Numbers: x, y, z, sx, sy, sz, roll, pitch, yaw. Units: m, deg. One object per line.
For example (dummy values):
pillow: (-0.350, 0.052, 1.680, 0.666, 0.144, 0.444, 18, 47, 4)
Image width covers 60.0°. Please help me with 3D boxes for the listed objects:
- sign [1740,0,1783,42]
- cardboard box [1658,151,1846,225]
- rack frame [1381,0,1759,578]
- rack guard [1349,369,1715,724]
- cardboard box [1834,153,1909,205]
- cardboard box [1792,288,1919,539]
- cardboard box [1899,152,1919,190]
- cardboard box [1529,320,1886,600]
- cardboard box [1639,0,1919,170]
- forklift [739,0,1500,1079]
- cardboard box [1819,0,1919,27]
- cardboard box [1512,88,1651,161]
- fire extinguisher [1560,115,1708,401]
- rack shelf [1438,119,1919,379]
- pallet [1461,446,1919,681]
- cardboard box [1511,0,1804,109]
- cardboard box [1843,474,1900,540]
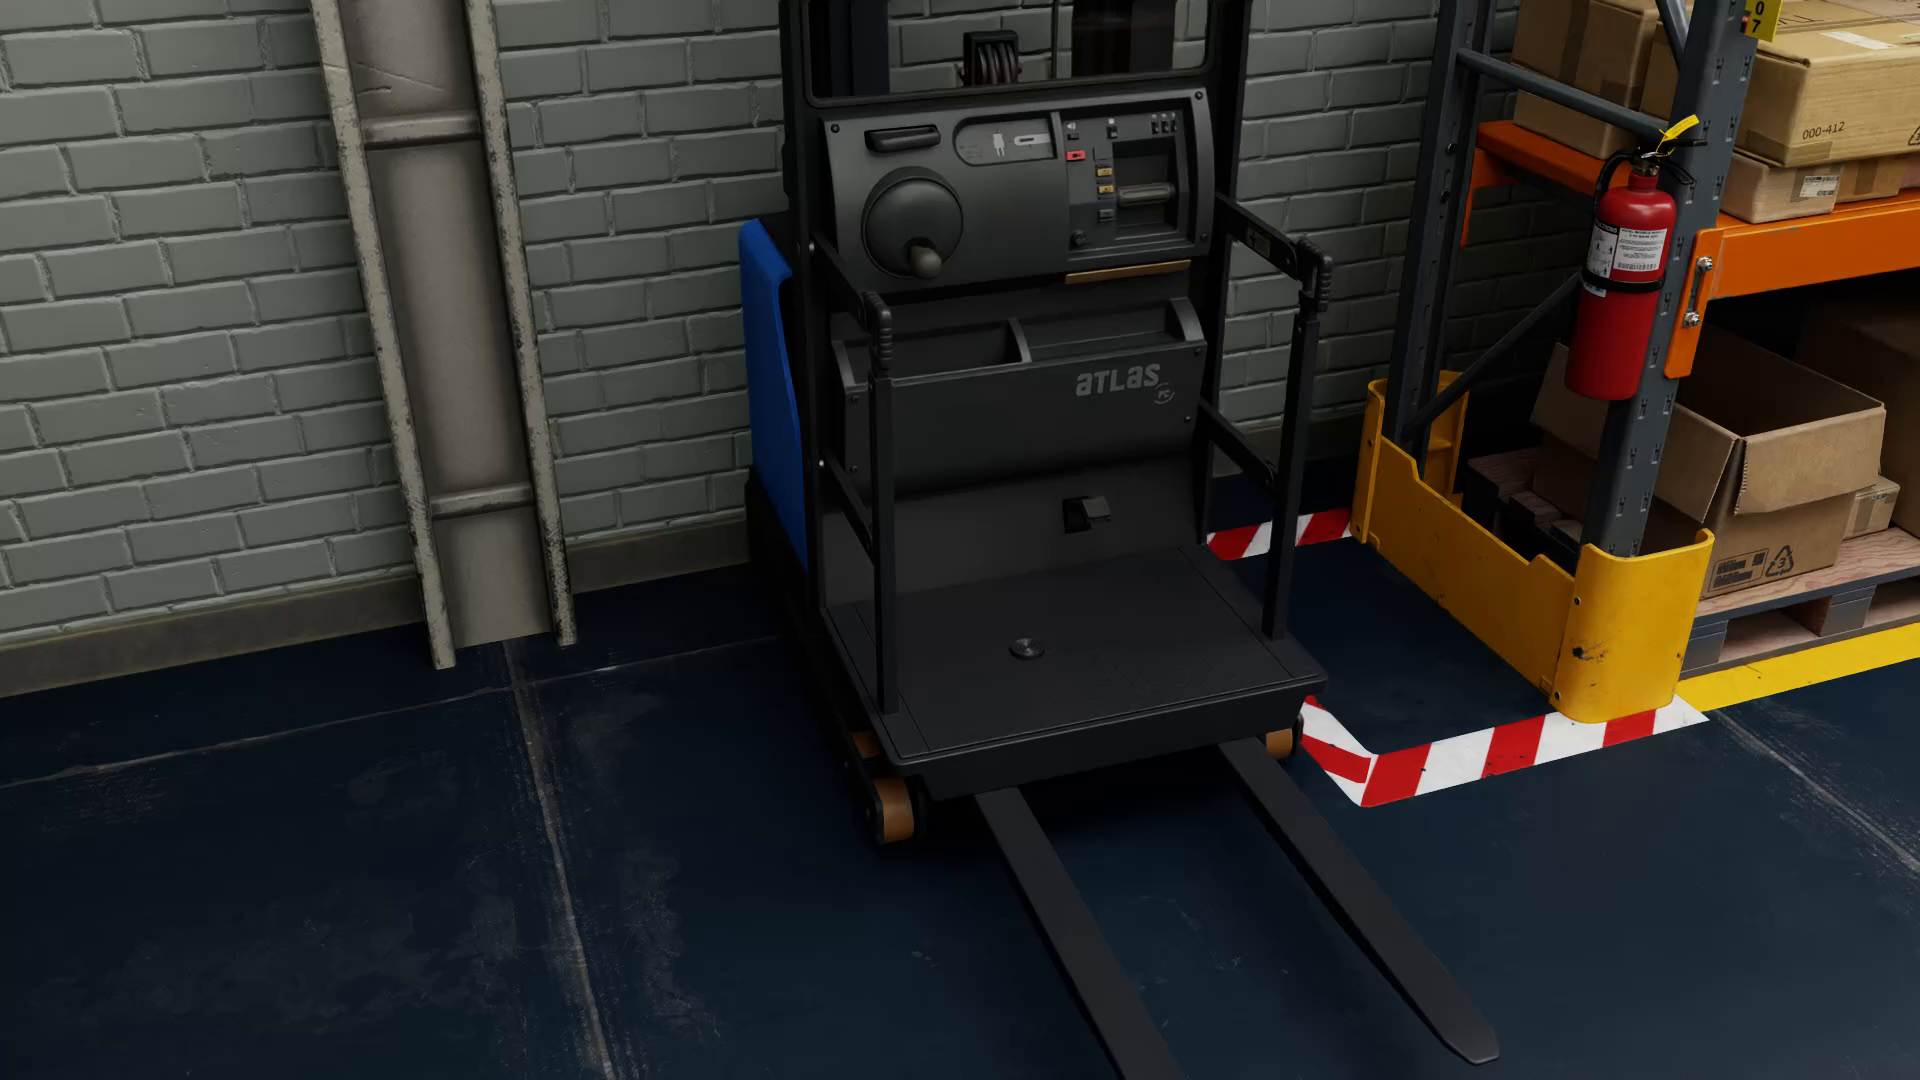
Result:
sign: (1.705, -1.220, 3.486, 0.005, 0.325, 0.100, -10, 31, -18)
cardboard box: (1.919, -0.916, 4.081, 0.250, 0.149, 0.380, -11, 31, -18)
rack frame: (1.516, -1.095, 4.142, 0.127, 3.000, 1.000, -10, 31, -18)
rack guard: (1.587, -0.022, 4.784, 0.348, 0.500, 1.175, -10, 31, -18)
cardboard box: (2.141, -0.981, 4.195, 0.250, 0.149, 0.380, -10, 31, -16)
cardboard box: (2.937, -0.383, 4.993, 0.500, 0.500, 0.700, -9, 31, -16)
cardboard box: (2.376, -1.042, 4.303, 0.250, 0.149, 0.380, -11, 31, -18)
cardboard box: (2.122, -0.255, 4.764, 0.637, 0.503, 0.797, -12, 32, -20)
cardboard box: (2.035, -1.113, 4.024, 0.500, 0.250, 0.500, -10, 31, -17)
forklift: (0.219, -0.774, 3.647, 1.130, 2.935, 3.031, -9, 31, -16)
cardboard box: (2.507, -1.200, 4.177, 0.500, 0.250, 0.500, -10, 31, -17)
cardboard box: (1.733, -1.168, 4.523, 0.250, 0.149, 0.380, -11, 31, -18)
fire extinguisher: (1.539, -0.660, 3.833, 0.183, 0.674, 0.296, -10, 31, -18)
rack shelf: (3.390, -1.128, 4.926, 4.000, 0.370, 1.077, -10, 31, -18)
pallet: (2.334, -0.035, 5.098, 1.213, 0.211, 1.003, -10, 31, -18)
cardboard box: (1.854, -1.362, 4.461, 0.500, 0.250, 0.500, -10, 31, -16)
cardboard box: (2.534, -0.156, 4.949, 0.250, 0.149, 0.380, -12, 32, -20)
